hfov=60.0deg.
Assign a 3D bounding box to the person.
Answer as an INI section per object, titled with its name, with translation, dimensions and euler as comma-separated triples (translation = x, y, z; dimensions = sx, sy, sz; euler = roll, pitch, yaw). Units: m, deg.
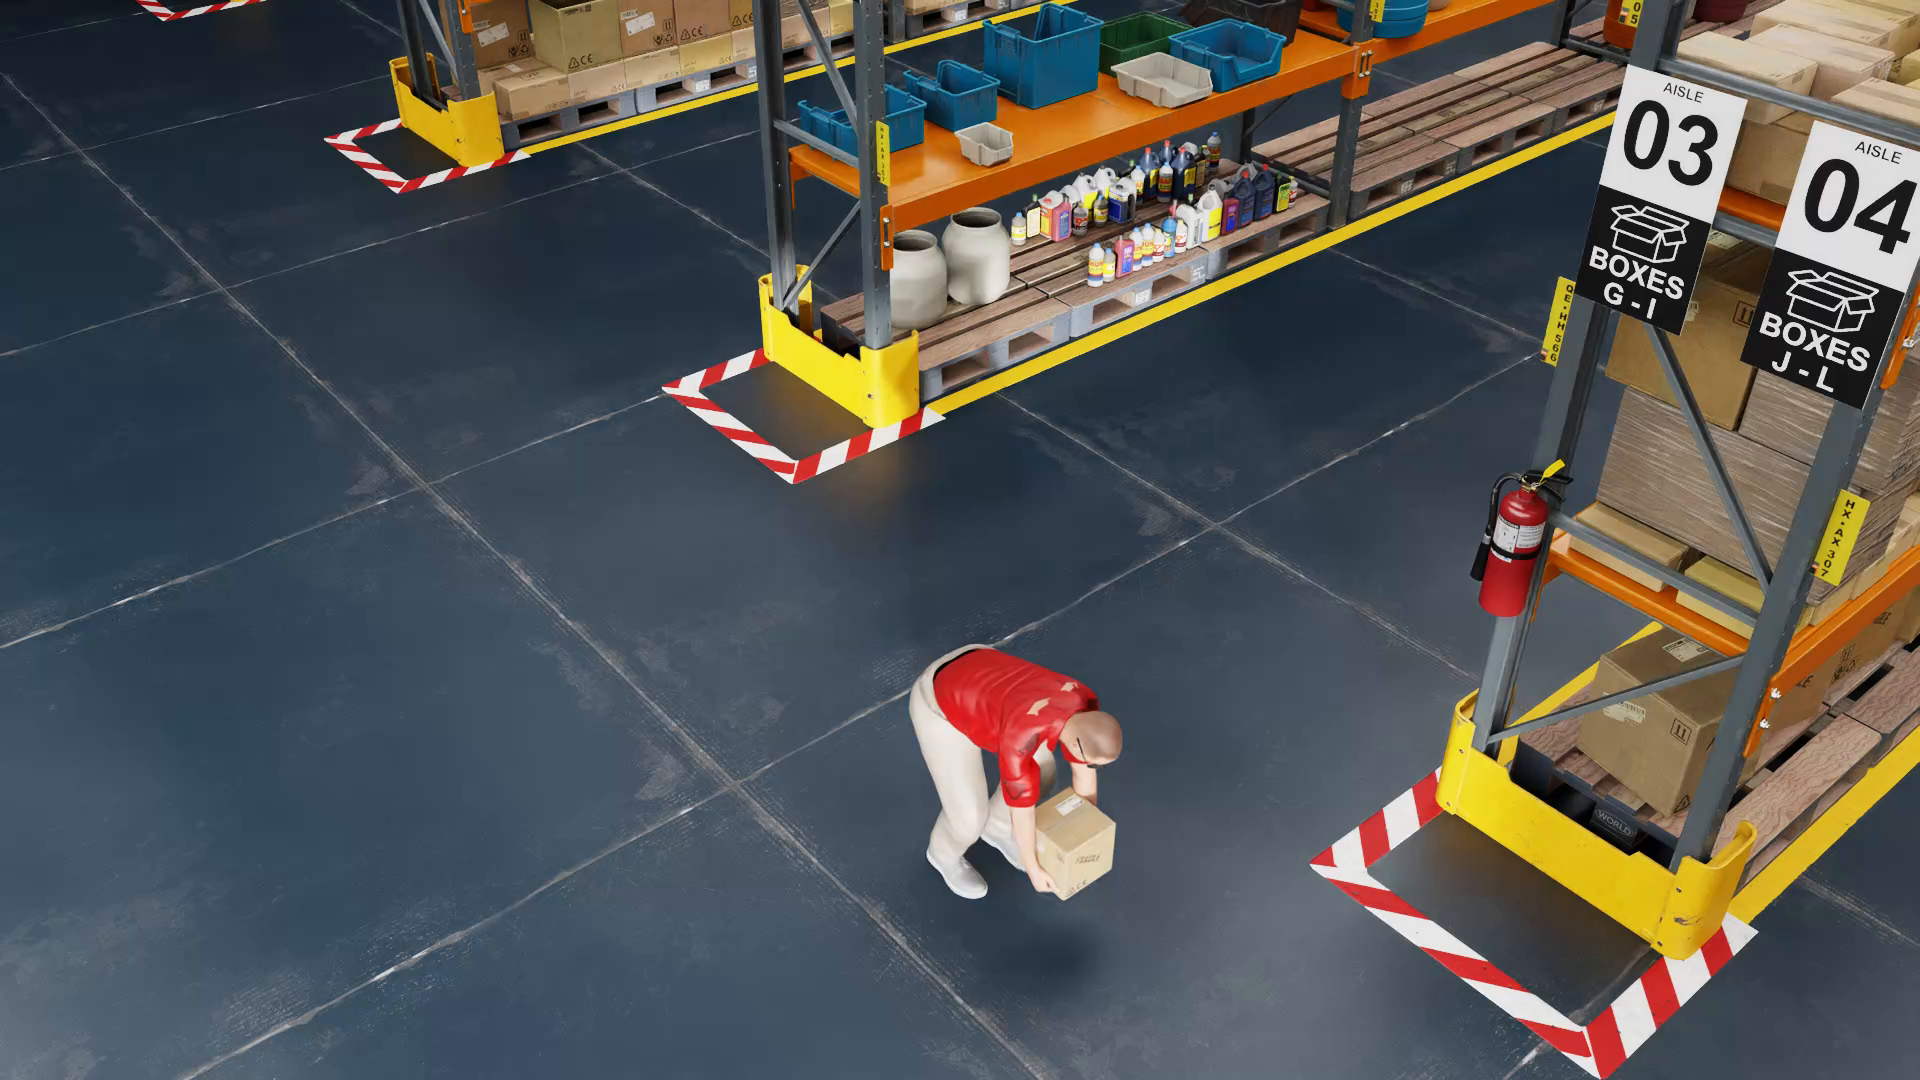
[person]
translation = 0.251, 0.947, 6.293
dimensions = 0.507, 1.127, 0.823
euler = -28, 44, -34
